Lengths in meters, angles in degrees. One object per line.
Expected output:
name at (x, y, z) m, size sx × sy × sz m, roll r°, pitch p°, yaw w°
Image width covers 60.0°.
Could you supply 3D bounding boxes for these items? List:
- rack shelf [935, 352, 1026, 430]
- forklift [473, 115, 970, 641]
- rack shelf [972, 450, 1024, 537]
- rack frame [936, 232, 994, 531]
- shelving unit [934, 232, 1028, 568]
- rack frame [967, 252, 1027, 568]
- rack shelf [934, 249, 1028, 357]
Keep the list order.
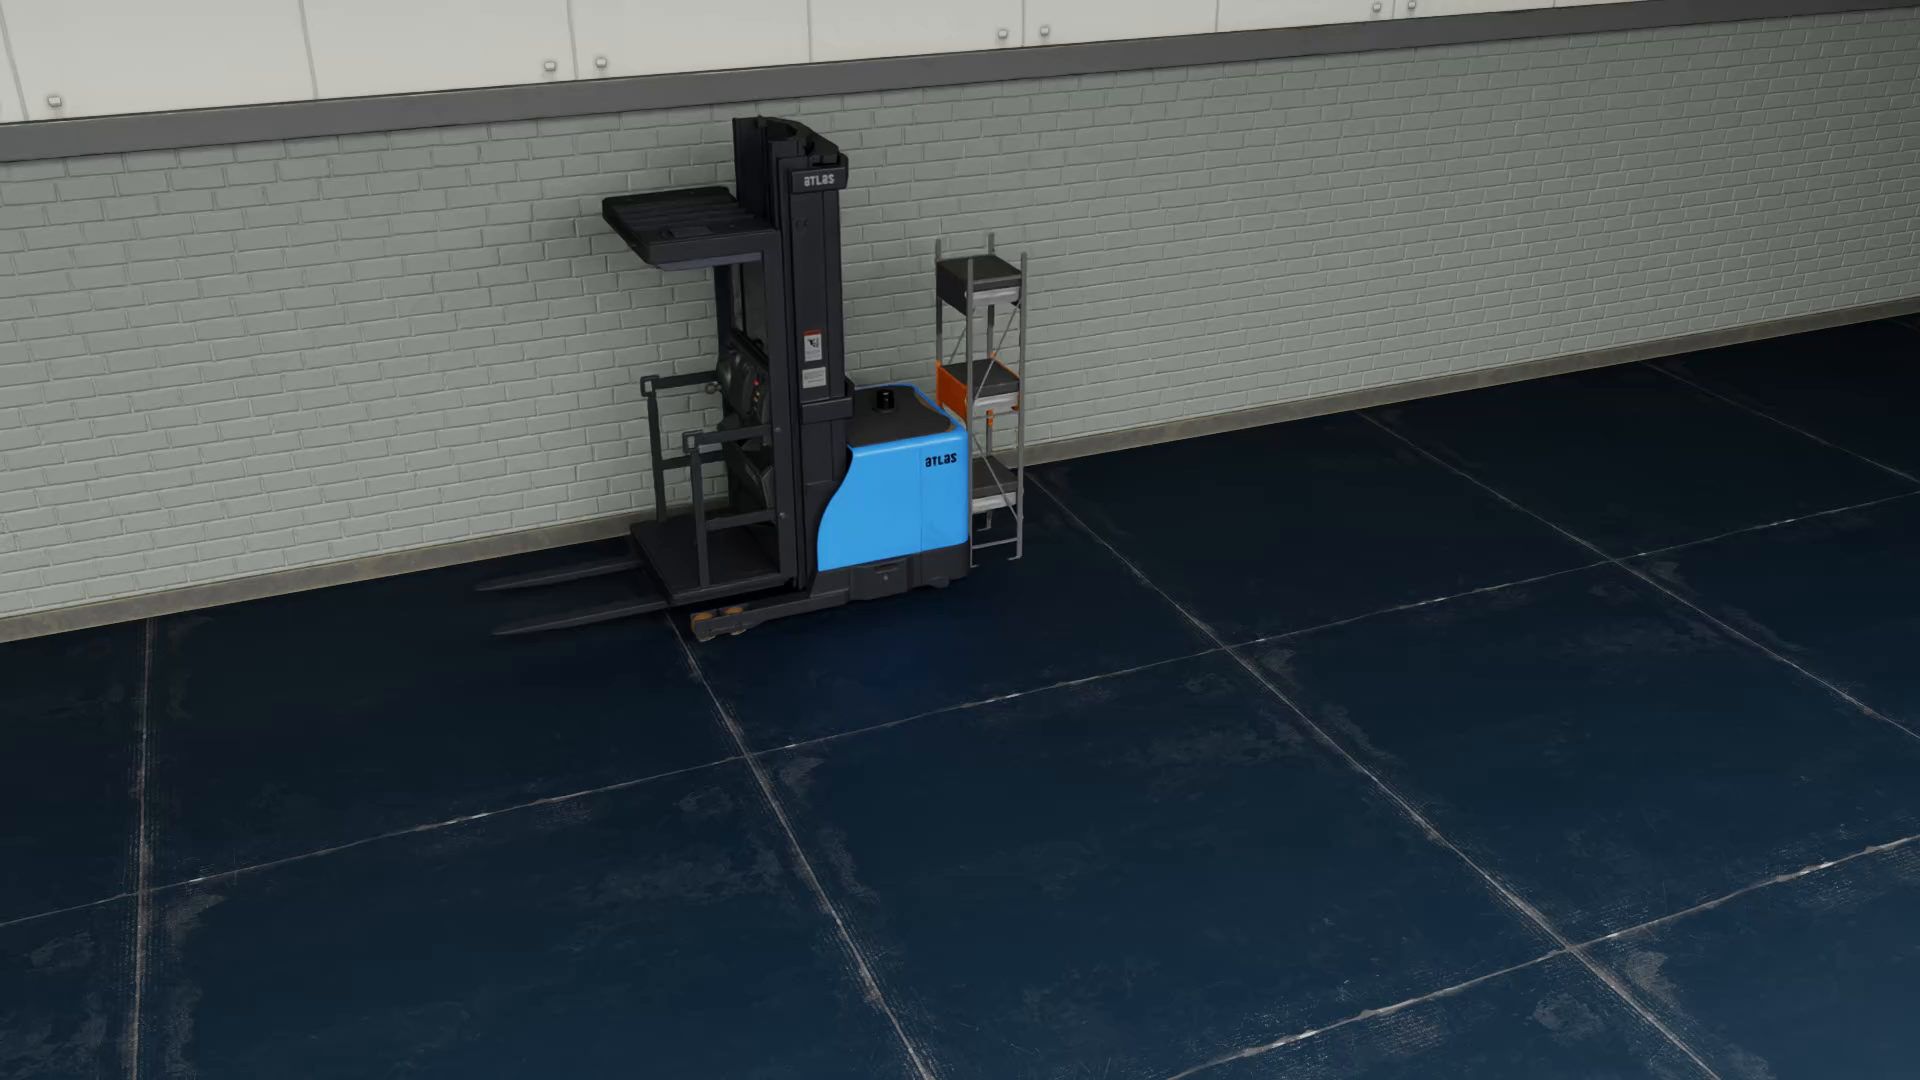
rack shelf at (0.130, -0.877, 10.831) m, size 0.431 × 0.518 × 0.480 m, roll -11°, pitch 28°, yaw -21°
forklift at (-1.497, -0.967, 10.035) m, size 3.031 × 2.935 × 1.130 m, roll -11°, pitch 28°, yaw -21°
rack shelf at (0.130, -0.248, 11.138) m, size 0.431 × 0.518 × 0.480 m, roll -11°, pitch 28°, yaw -21°
rack frame at (0.031, -0.988, 11.026) m, size 0.400 × 2.100 × 0.015 m, roll -11°, pitch 28°, yaw -21°
shelving unit at (0.130, -0.890, 10.825) m, size 0.431 × 2.100 × 0.503 m, roll -11°, pitch 28°, yaw -21°
rack frame at (0.228, -0.792, 10.624) m, size 0.400 × 2.100 × 0.015 m, roll -11°, pitch 28°, yaw -21°
rack shelf at (0.130, -1.506, 10.524) m, size 0.431 × 0.518 × 0.480 m, roll -11°, pitch 28°, yaw -21°
